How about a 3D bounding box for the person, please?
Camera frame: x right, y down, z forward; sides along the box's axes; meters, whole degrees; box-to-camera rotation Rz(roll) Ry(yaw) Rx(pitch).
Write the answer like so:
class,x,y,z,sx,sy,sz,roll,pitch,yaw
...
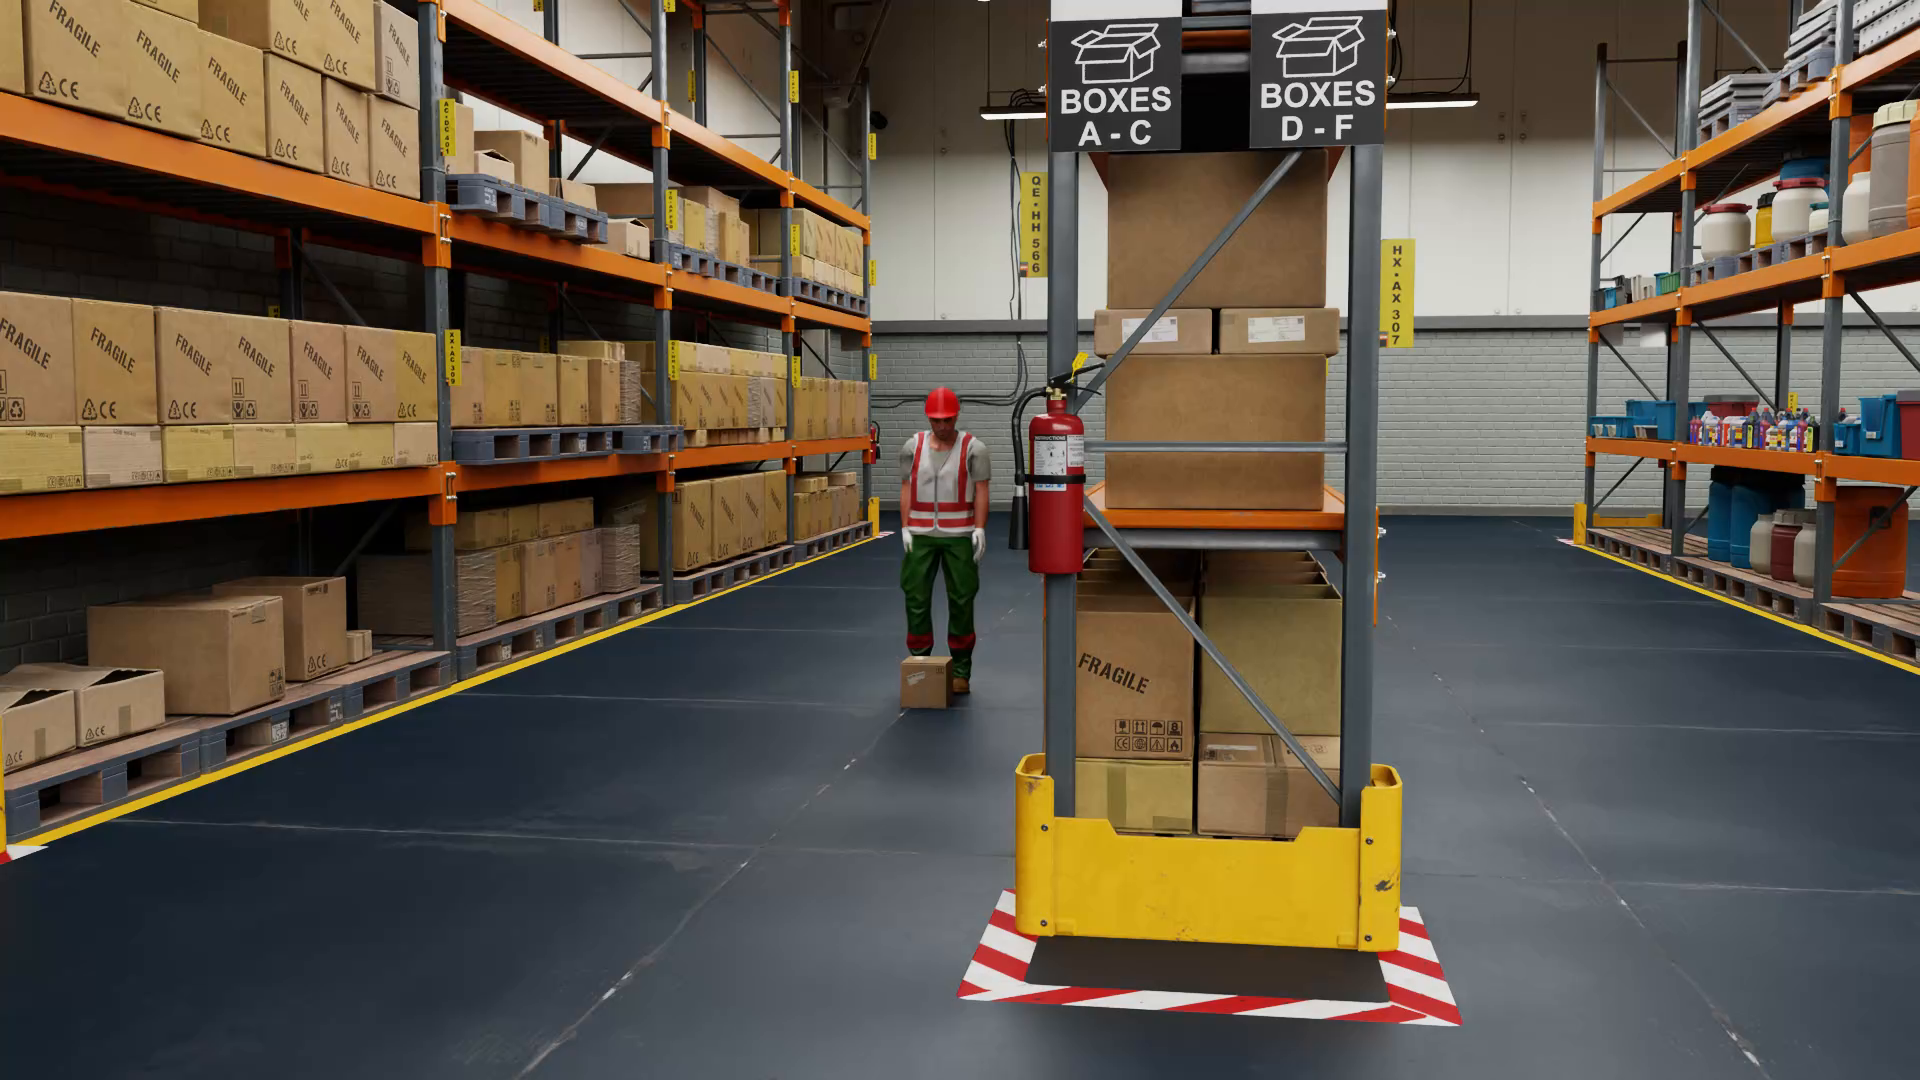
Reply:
class,x,y,z,sx,sy,sz,roll,pitch,yaw
person,-0.095,-0.001,9.599,0.534,1.763,0.400,1,4,10
